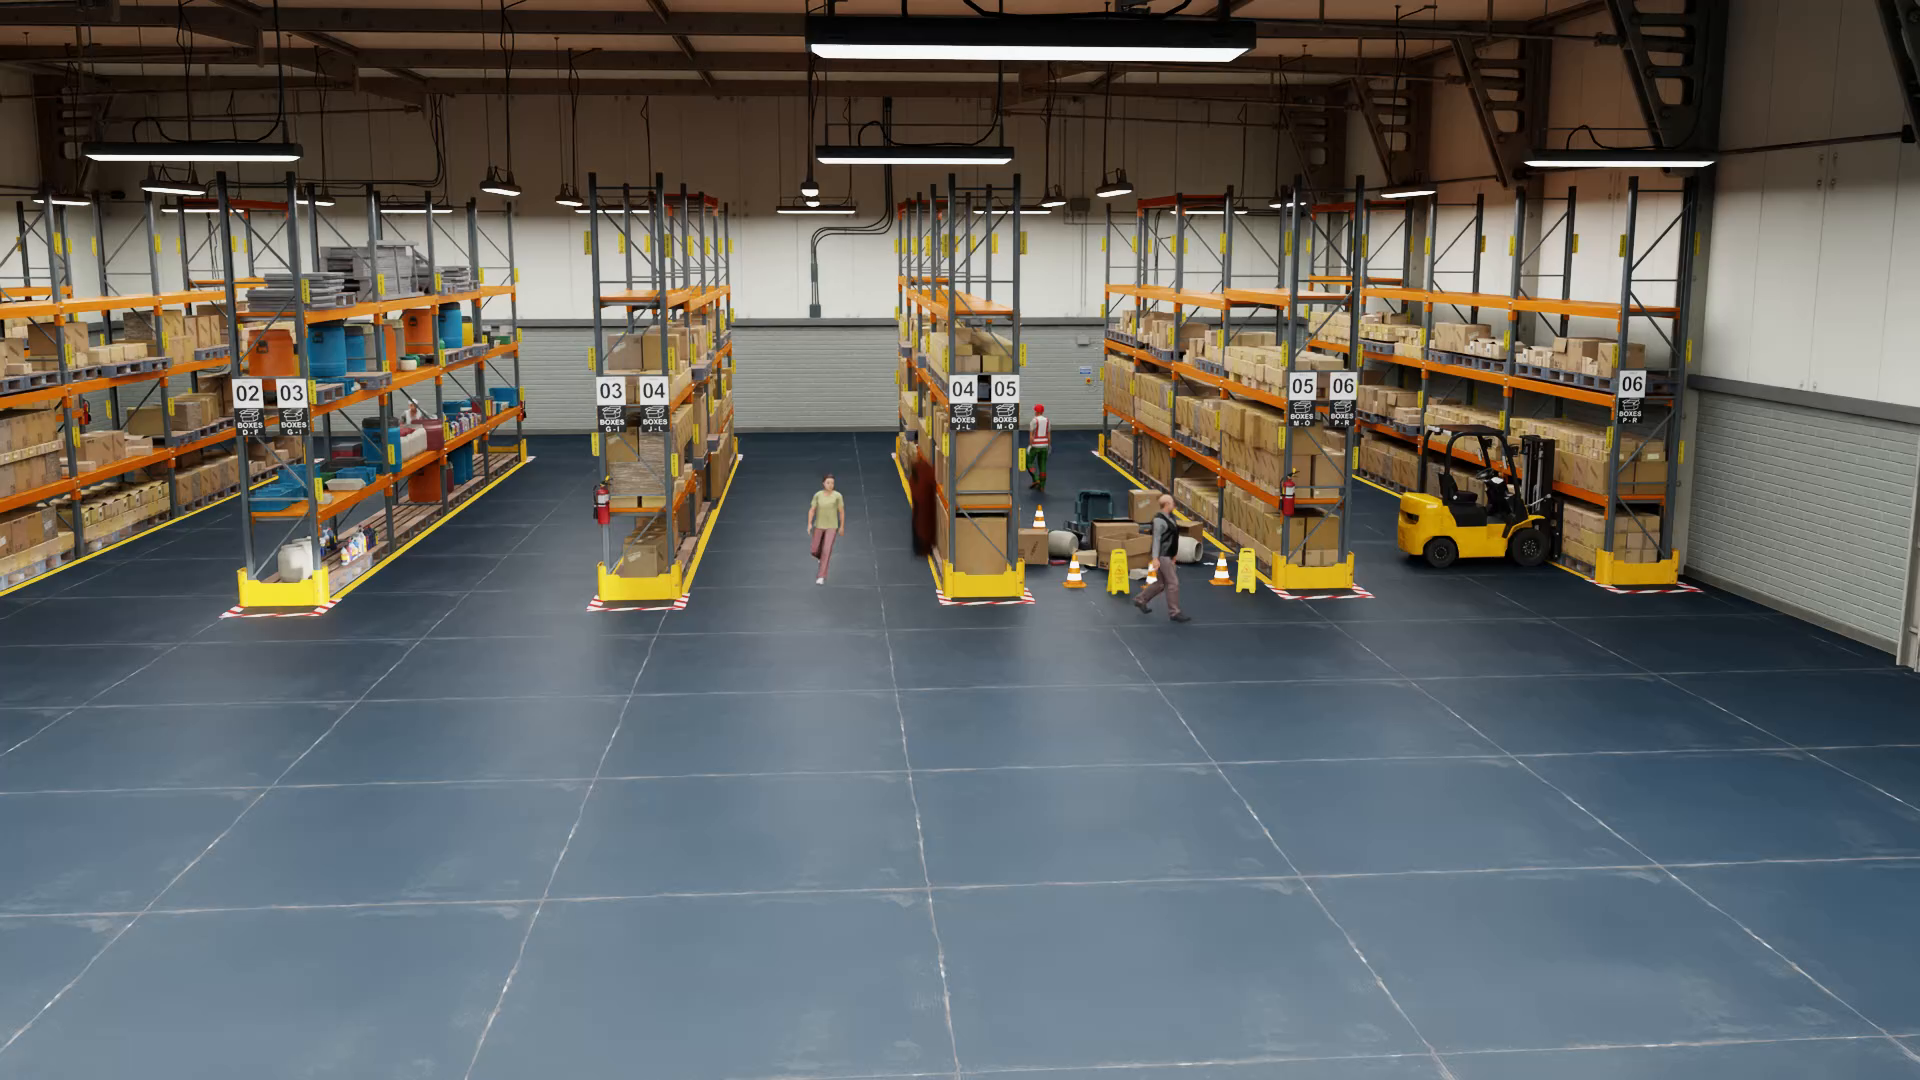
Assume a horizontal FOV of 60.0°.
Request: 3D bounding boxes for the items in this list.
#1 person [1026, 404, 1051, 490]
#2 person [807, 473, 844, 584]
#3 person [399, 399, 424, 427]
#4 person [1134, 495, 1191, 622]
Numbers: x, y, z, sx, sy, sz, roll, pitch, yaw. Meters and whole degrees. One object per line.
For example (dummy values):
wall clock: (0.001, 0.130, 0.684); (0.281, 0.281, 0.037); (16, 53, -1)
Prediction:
person: (1.645, -1.926, 34.460); (0.598, 1.790, 0.467); (-6, 12, -32)
person: (-2.004, -0.182, 24.880); (0.522, 1.627, 0.958); (1, 10, 4)
person: (-12.144, -2.328, 37.095); (0.644, 1.676, 0.659); (1, 10, 6)
person: (2.769, 0.222, 22.582); (0.873, 1.692, 0.573); (4, 11, 22)
